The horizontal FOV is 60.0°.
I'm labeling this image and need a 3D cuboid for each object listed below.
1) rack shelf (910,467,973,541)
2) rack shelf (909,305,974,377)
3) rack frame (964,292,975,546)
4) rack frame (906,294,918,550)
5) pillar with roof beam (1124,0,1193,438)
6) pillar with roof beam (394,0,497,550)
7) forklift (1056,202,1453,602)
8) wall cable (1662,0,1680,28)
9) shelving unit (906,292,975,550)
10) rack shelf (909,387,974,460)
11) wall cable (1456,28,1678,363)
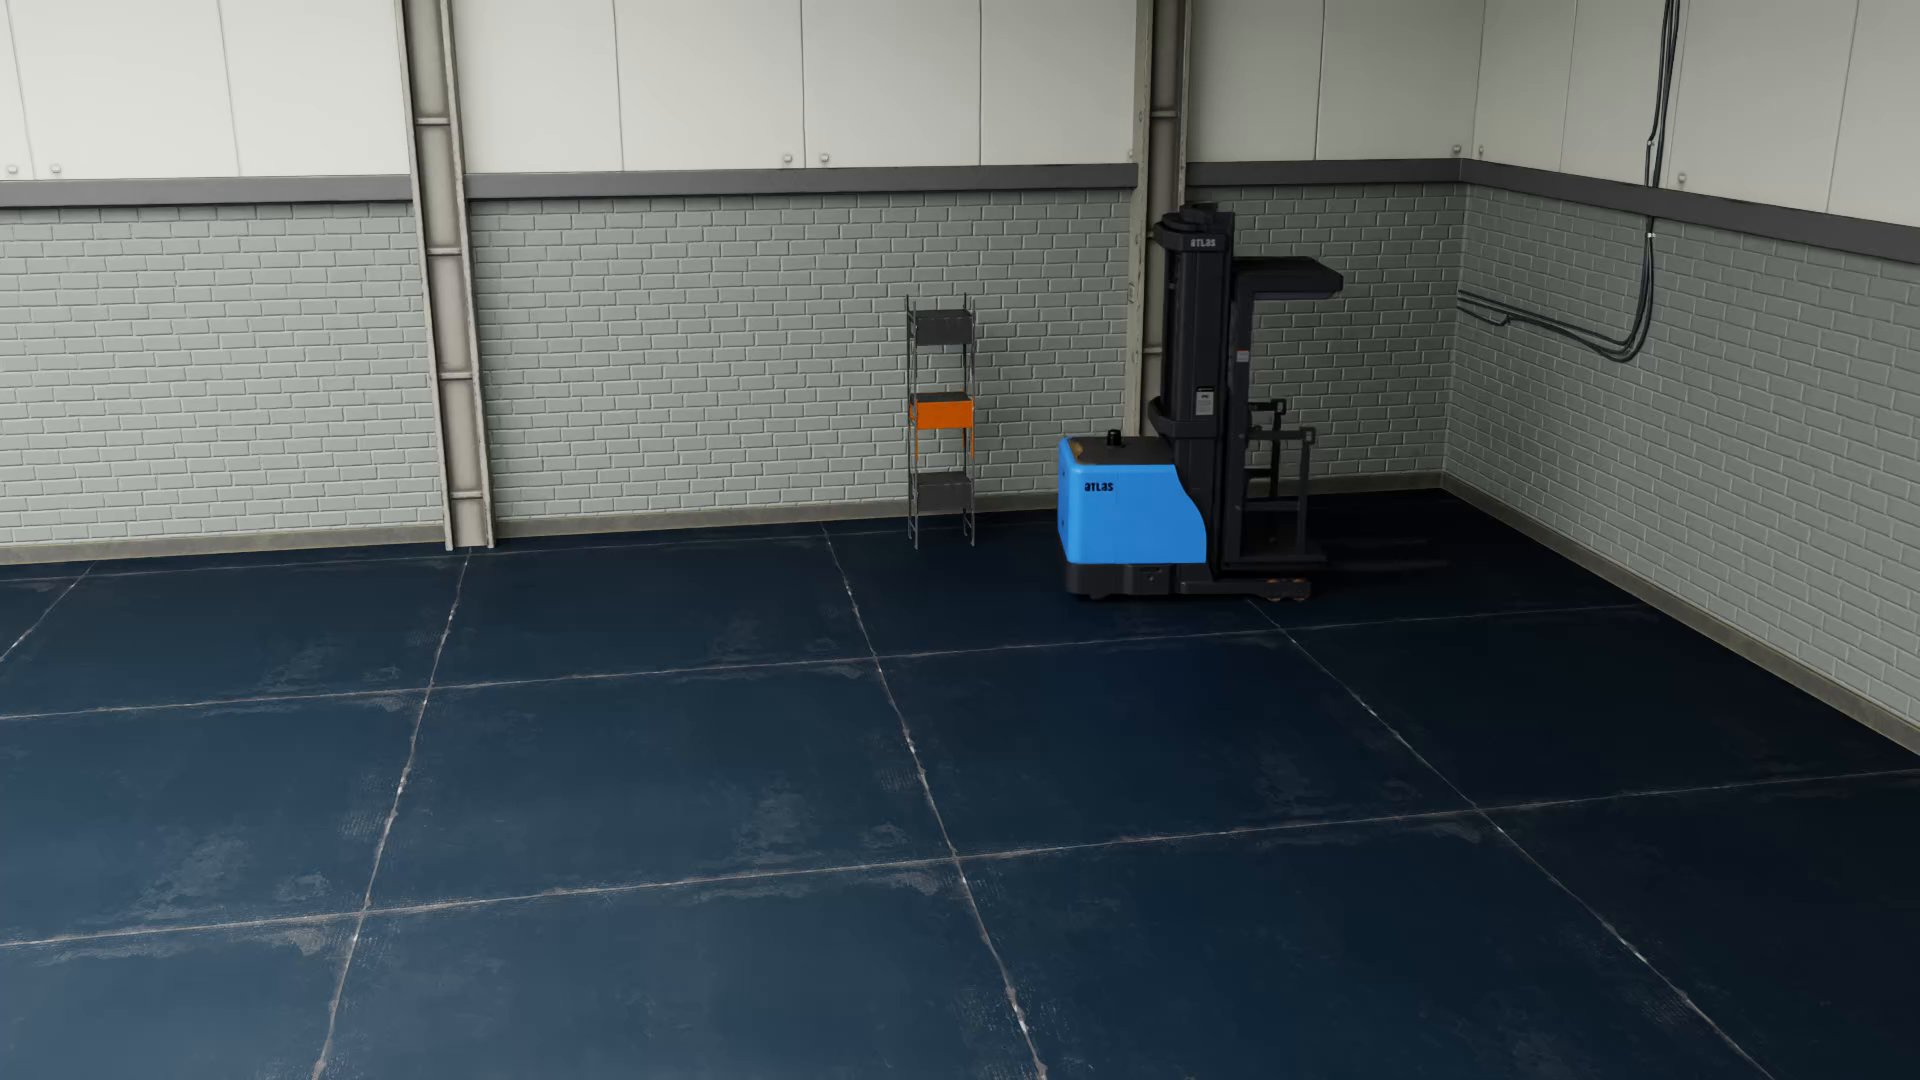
[{"bbox_3d":[-0.163,-0.312,14.183,0.480,0.518,0.431,-3,17,-10],"label":"rack shelf"},{"bbox_3d":[-0.162,-1.651,13.772,0.480,0.518,0.431,-3,17,-10],"label":"rack shelf"},{"bbox_3d":[0.077,-1.008,14.018,0.015,2.100,0.400,-3,17,-10],"label":"rack frame"},{"bbox_3d":[-0.402,-0.981,13.929,0.015,2.100,0.400,-3,17,-10],"label":"rack frame"},{"bbox_3d":[2.538,-3.363,9.933,0.400,9.000,9.100,-3,17,-10],"label":"pillar with roof beam"},{"bbox_3d":[-3.353,-3.028,8.845,0.400,9.000,9.100,-3,17,-10],"label":"pillar with roof beam"},{"bbox_3d":[2.312,-1.084,12.848,3.031,2.935,1.130,-1,17,-2],"label":"forklift"},{"bbox_3d":[5.378,-4.536,10.442,0.112,2.526,3.097,-3,17,-10],"label":"wall cable"},{"bbox_3d":[-0.162,-0.995,13.973,0.503,2.100,0.431,-3,17,-10],"label":"shelving unit"},{"bbox_3d":[-0.162,-0.981,13.977,0.480,0.518,0.431,-3,17,-10],"label":"rack shelf"},{"bbox_3d":[4.864,-2.902,13.722,0.112,2.526,3.097,-3,17,-10],"label":"wall cable"}]
